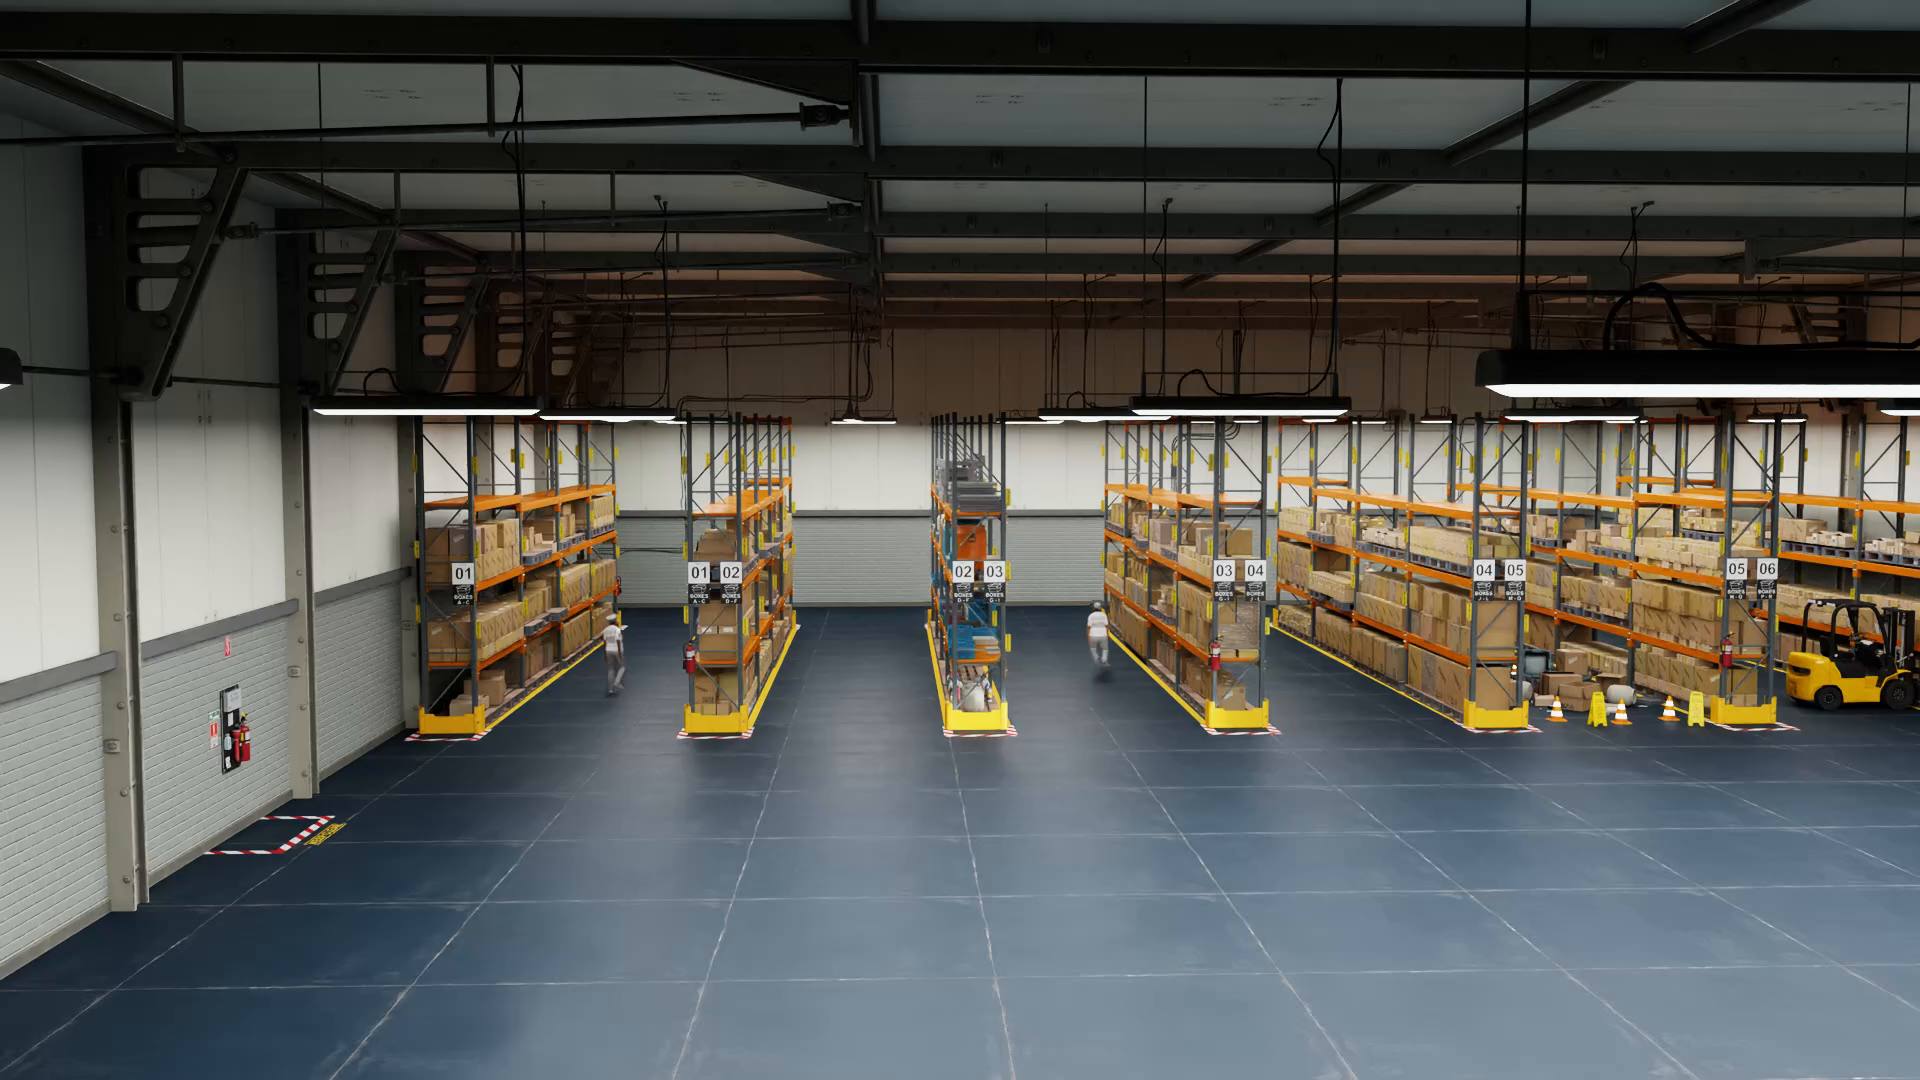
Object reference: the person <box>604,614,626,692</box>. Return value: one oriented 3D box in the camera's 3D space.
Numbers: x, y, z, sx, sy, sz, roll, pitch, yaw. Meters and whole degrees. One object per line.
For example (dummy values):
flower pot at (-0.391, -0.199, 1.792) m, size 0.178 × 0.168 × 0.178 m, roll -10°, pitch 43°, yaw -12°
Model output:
person at (-7.455, 2.437, 35.852) m, size 0.499 × 1.674 × 0.449 m, roll 1°, pitch 4°, yaw 9°

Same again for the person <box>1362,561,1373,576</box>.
person at (12.265, 1.463, 50.137) m, size 0.406 × 1.705 × 0.511 m, roll -2°, pitch 4°, yaw -24°

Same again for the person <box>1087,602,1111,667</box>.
person at (3.187, 2.177, 38.248) m, size 0.548 × 1.489 × 0.639 m, roll 0°, pitch 4°, yaw -1°
